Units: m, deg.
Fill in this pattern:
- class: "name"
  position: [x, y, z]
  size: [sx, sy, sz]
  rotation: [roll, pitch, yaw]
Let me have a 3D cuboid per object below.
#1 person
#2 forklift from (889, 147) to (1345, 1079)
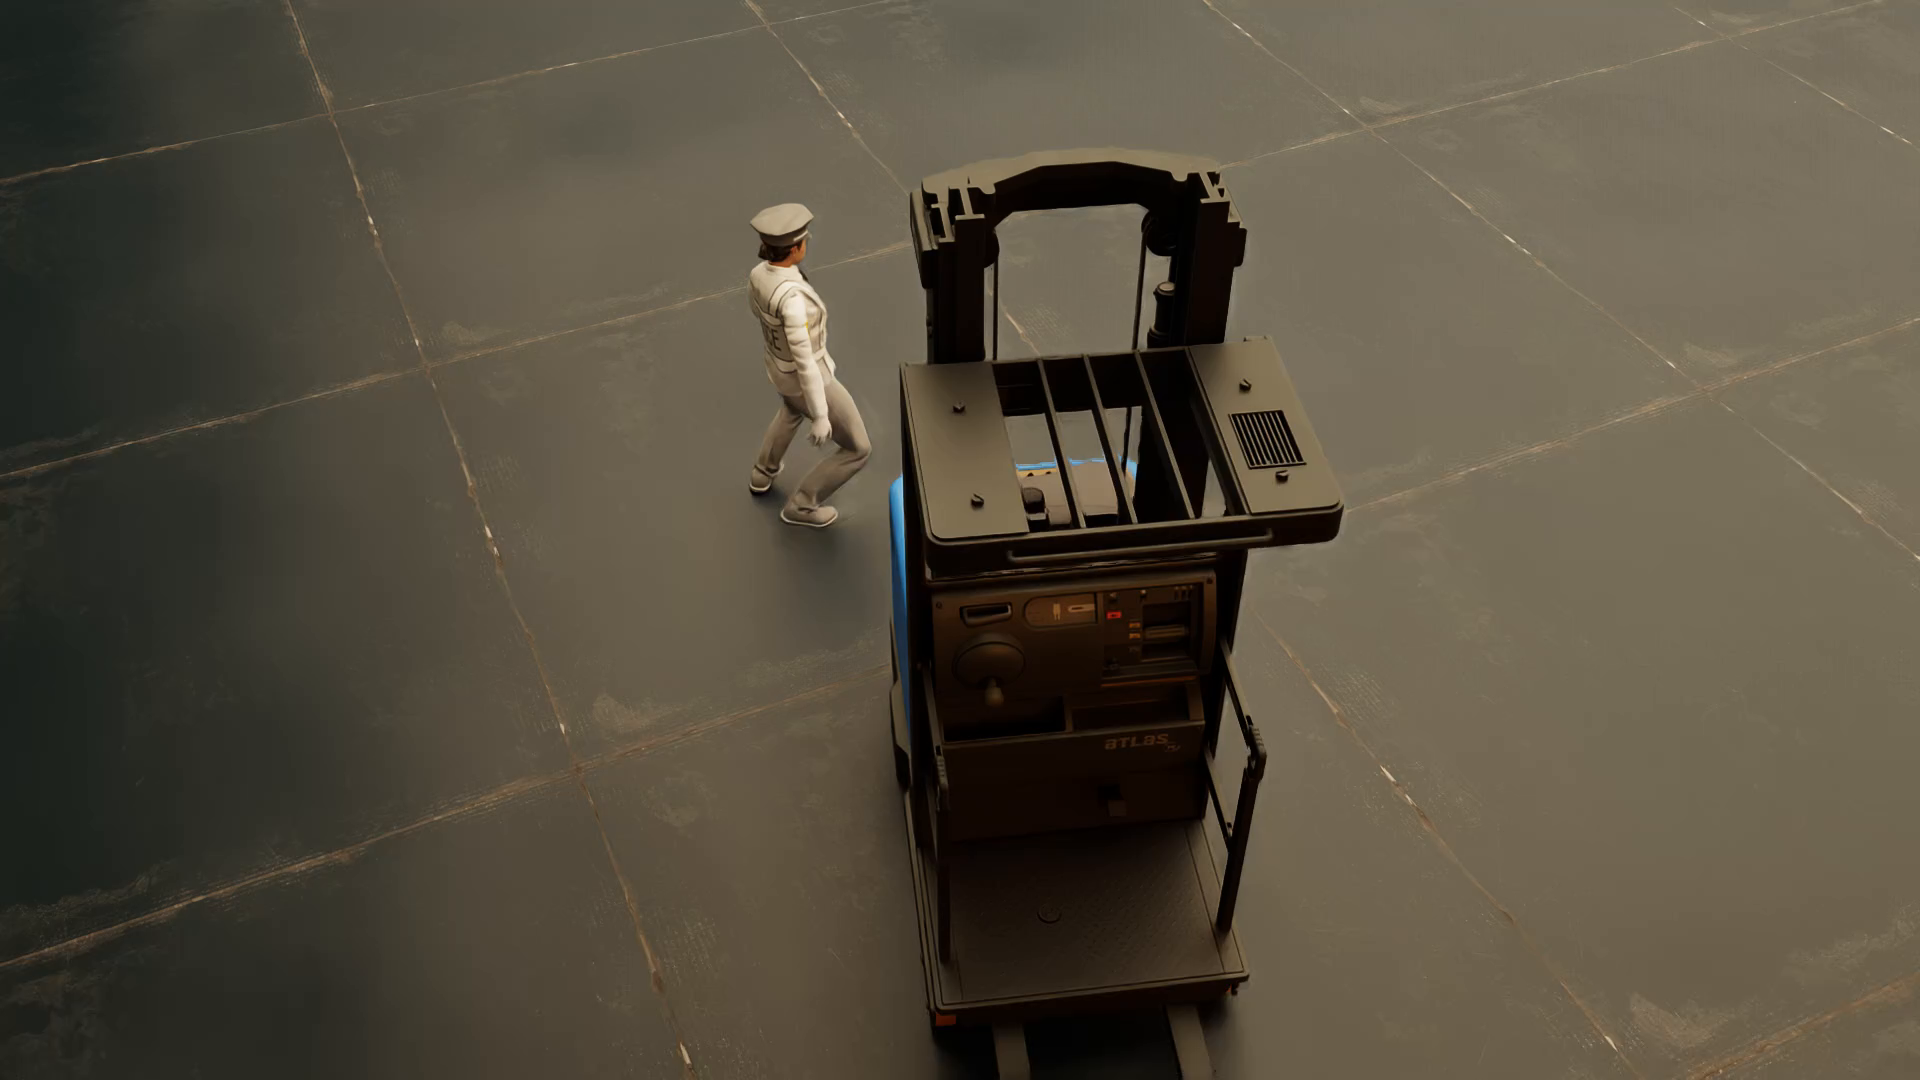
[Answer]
- class: "person"
  position: [-0.716, -0.741, 7.490]
  size: [0.479, 1.572, 0.828]
  rotation: [-17, 46, -17]
- class: "forklift"
  position: [0.402, 0.408, 5.243]
  size: [1.130, 2.935, 3.031]
  rotation: [-5, 43, -5]
